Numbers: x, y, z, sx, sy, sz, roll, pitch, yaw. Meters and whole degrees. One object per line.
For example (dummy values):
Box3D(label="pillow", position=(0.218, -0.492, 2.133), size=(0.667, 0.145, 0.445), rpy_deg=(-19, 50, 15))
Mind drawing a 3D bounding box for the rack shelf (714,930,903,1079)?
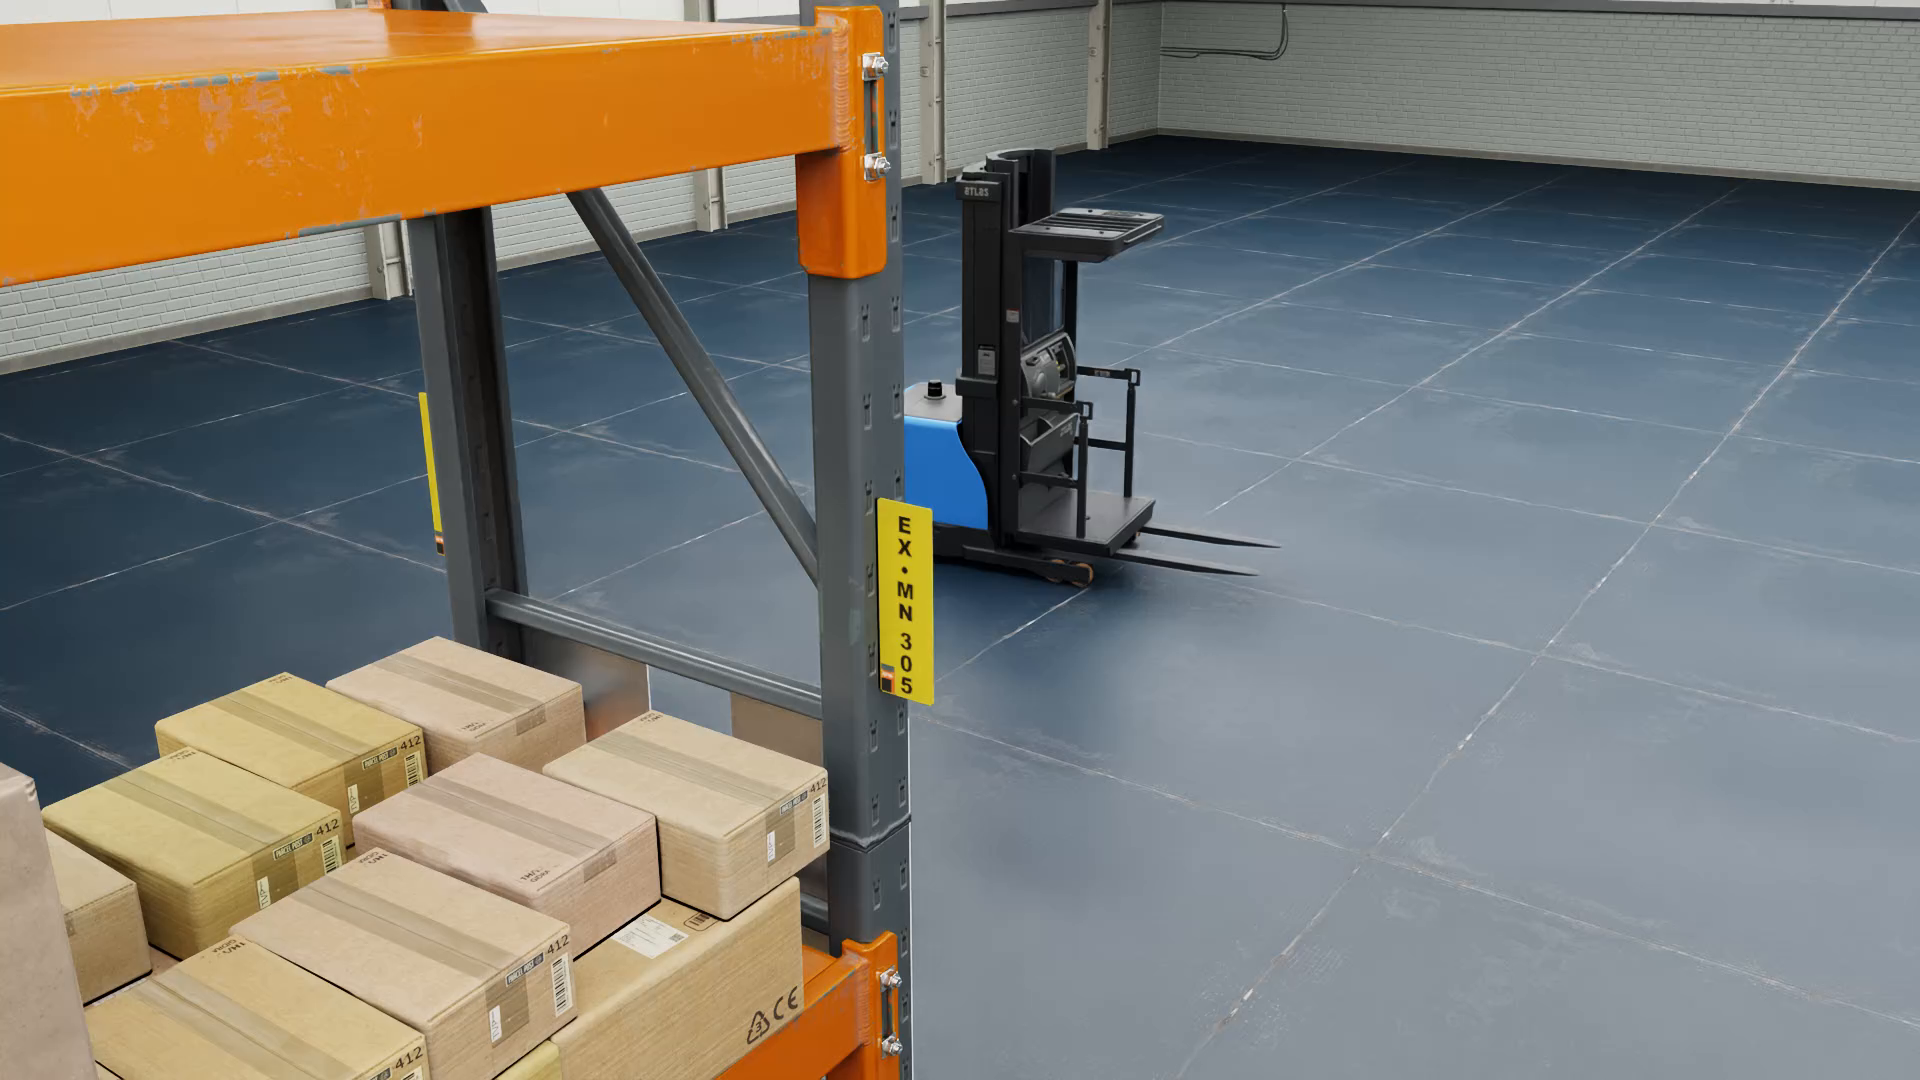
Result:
Box3D(label="rack shelf", position=(-1.656, 1.310, 1.613), size=(1.077, 0.370, 4.000), rpy_deg=(13, 24, 32))

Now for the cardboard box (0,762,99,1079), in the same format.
Box3D(label="cardboard box", position=(-1.194, 0.472, 1.548), size=(0.500, 0.500, 0.500), rpy_deg=(13, 24, 32))

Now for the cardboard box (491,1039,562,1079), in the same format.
Box3D(label="cardboard box", position=(-0.871, 0.801, 2.169), size=(0.500, 0.250, 0.500), rpy_deg=(13, 24, 32))

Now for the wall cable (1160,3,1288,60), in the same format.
Box3D(label="wall cable", position=(5.642, -11.622, 35.690), size=(3.097, 2.526, 0.112), rpy_deg=(13, 24, 32))

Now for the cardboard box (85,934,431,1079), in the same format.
Box3D(label="cardboard box", position=(-0.857, 0.651, 1.999), size=(0.380, 0.149, 0.250), rpy_deg=(13, 24, 32))

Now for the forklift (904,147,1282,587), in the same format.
Box3D(label="forklift", position=(0.823, -1.251, 11.922), size=(3.031, 2.935, 1.130), rpy_deg=(9, 22, 23))

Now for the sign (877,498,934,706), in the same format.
Box3D(label="sign", position=(-0.084, 0.097, 2.578), size=(0.100, 0.325, 0.005), rpy_deg=(13, 24, 32))

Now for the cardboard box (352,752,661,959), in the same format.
Box3D(label="cardboard box", position=(-0.673, 0.474, 2.476), size=(0.380, 0.149, 0.250), rpy_deg=(12, 24, 30))

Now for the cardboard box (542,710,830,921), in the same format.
Box3D(label="cardboard box", position=(-0.430, 0.423, 2.616), size=(0.380, 0.149, 0.250), rpy_deg=(13, 24, 32))

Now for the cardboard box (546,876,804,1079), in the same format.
Box3D(label="cardboard box", position=(-0.592, 0.657, 2.558), size=(0.500, 0.250, 0.500), rpy_deg=(14, 24, 33))

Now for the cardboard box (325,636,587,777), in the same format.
Box3D(label="cardboard box", position=(-0.878, 0.316, 2.905), size=(0.380, 0.149, 0.250), rpy_deg=(13, 24, 31))

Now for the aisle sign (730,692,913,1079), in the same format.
Box3D(label="aisle sign", position=(-0.249, 0.627, 2.999), size=(0.394, 0.787, 0.004), rpy_deg=(13, 24, 32))

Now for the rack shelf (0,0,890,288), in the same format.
Box3D(label="rack shelf", position=(-1.656, -0.095, 1.093), size=(1.077, 0.370, 4.000), rpy_deg=(13, 24, 32))

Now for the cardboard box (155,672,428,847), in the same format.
Box3D(label="cardboard box", position=(-1.103, 0.372, 2.755), size=(0.380, 0.149, 0.250), rpy_deg=(14, 24, 33))

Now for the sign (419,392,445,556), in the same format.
Box3D(label="sign", position=(-0.980, -0.117, 3.174), size=(0.100, 0.325, 0.005), rpy_deg=(13, 24, 32))

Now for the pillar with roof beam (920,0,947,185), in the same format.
Box3D(label="pillar with roof beam", position=(3.080, -9.930, 26.640), size=(9.100, 9.000, 0.400), rpy_deg=(13, 24, 32))

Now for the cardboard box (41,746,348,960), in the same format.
Box3D(label="cardboard box", position=(-1.143, 0.468, 2.494), size=(0.380, 0.149, 0.250), rpy_deg=(13, 24, 31))

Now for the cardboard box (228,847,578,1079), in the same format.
Box3D(label="cardboard box", position=(-0.736, 0.574, 2.206), size=(0.380, 0.149, 0.250), rpy_deg=(12, 23, 30))

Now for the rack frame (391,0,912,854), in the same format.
Box3D(label="rack frame", position=(-0.532, -1.008, 2.519), size=(1.000, 3.000, 0.127), rpy_deg=(13, 24, 32))

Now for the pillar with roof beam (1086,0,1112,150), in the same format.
Box3D(label="pillar with roof beam", position=(6.453, -11.652, 31.294), size=(9.100, 9.000, 0.400), rpy_deg=(13, 24, 32))

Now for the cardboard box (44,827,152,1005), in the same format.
Box3D(label="cardboard box", position=(-1.355, 0.532, 2.320), size=(0.380, 0.149, 0.250), rpy_deg=(14, 25, 34))

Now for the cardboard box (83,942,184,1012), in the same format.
Box3D(label="cardboard box", position=(-1.301, 0.706, 2.425), size=(0.500, 0.250, 0.500), rpy_deg=(13, 24, 31))

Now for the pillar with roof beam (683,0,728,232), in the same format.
Box3D(label="pillar with roof beam", position=(-0.293, -8.209, 21.986), size=(9.100, 9.000, 0.400), rpy_deg=(13, 24, 32))

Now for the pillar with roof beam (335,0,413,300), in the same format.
Box3D(label="pillar with roof beam", position=(-3.665, -6.487, 17.332), size=(9.100, 9.000, 0.400), rpy_deg=(13, 24, 32))

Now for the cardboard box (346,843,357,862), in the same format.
Box3D(label="cardboard box", position=(-1.016, 0.557, 2.828), size=(0.500, 0.250, 0.500), rpy_deg=(14, 25, 33))

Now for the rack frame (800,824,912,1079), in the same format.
Box3D(label="rack frame", position=(-0.532, 1.806, 3.560), size=(1.000, 3.000, 0.127), rpy_deg=(13, 24, 32))

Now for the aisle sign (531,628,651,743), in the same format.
Box3D(label="aisle sign", position=(-0.745, 0.510, 3.315), size=(0.394, 0.787, 0.004), rpy_deg=(13, 24, 32))
